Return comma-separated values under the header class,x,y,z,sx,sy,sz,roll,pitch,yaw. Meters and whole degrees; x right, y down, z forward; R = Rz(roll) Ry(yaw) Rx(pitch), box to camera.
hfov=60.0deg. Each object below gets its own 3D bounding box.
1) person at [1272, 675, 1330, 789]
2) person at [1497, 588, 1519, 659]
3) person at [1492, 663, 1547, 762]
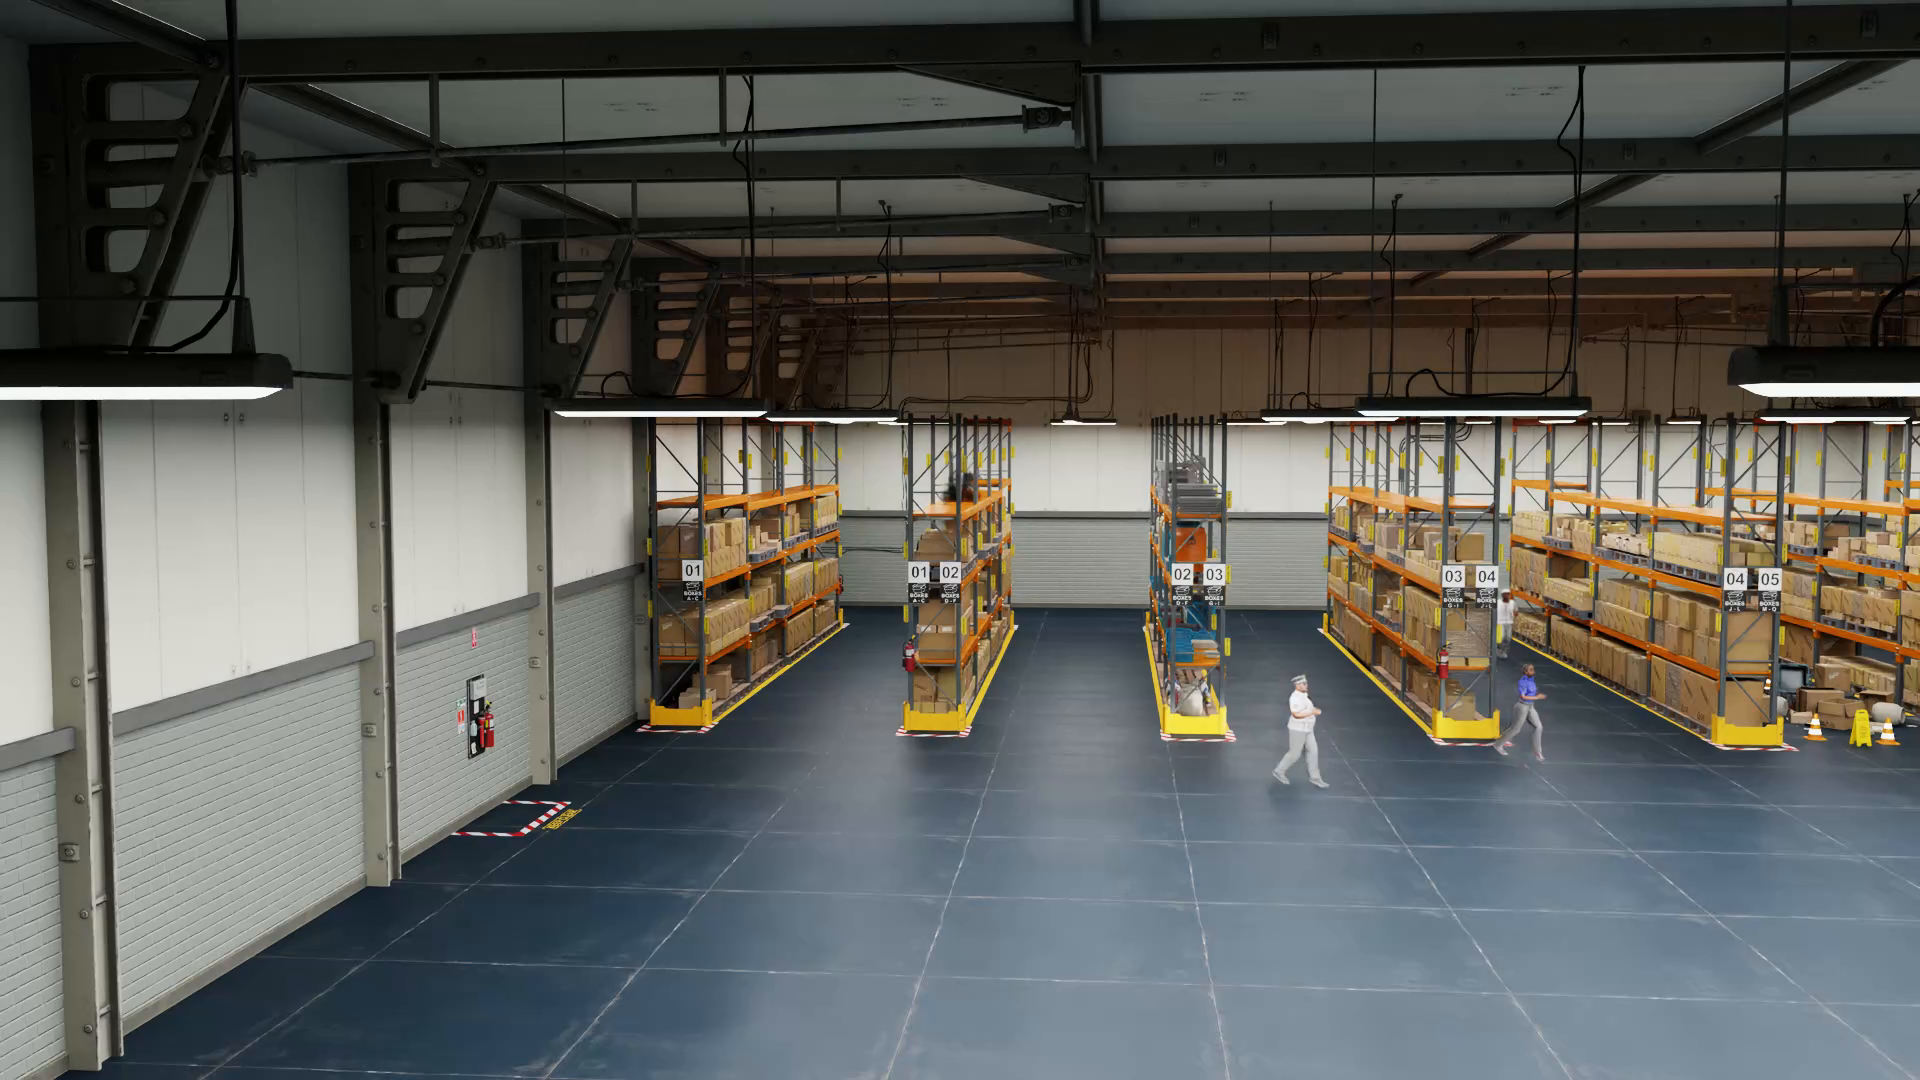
class,x,y,z,sx,sy,sz,roll,pitch,yaw
person,5.422,3.029,26.428,0.894,1.800,0.652,2,4,30
person,13.453,2.069,41.040,0.672,1.742,0.659,0,4,5
person,9.722,2.967,28.774,0.895,1.704,0.586,4,5,43
